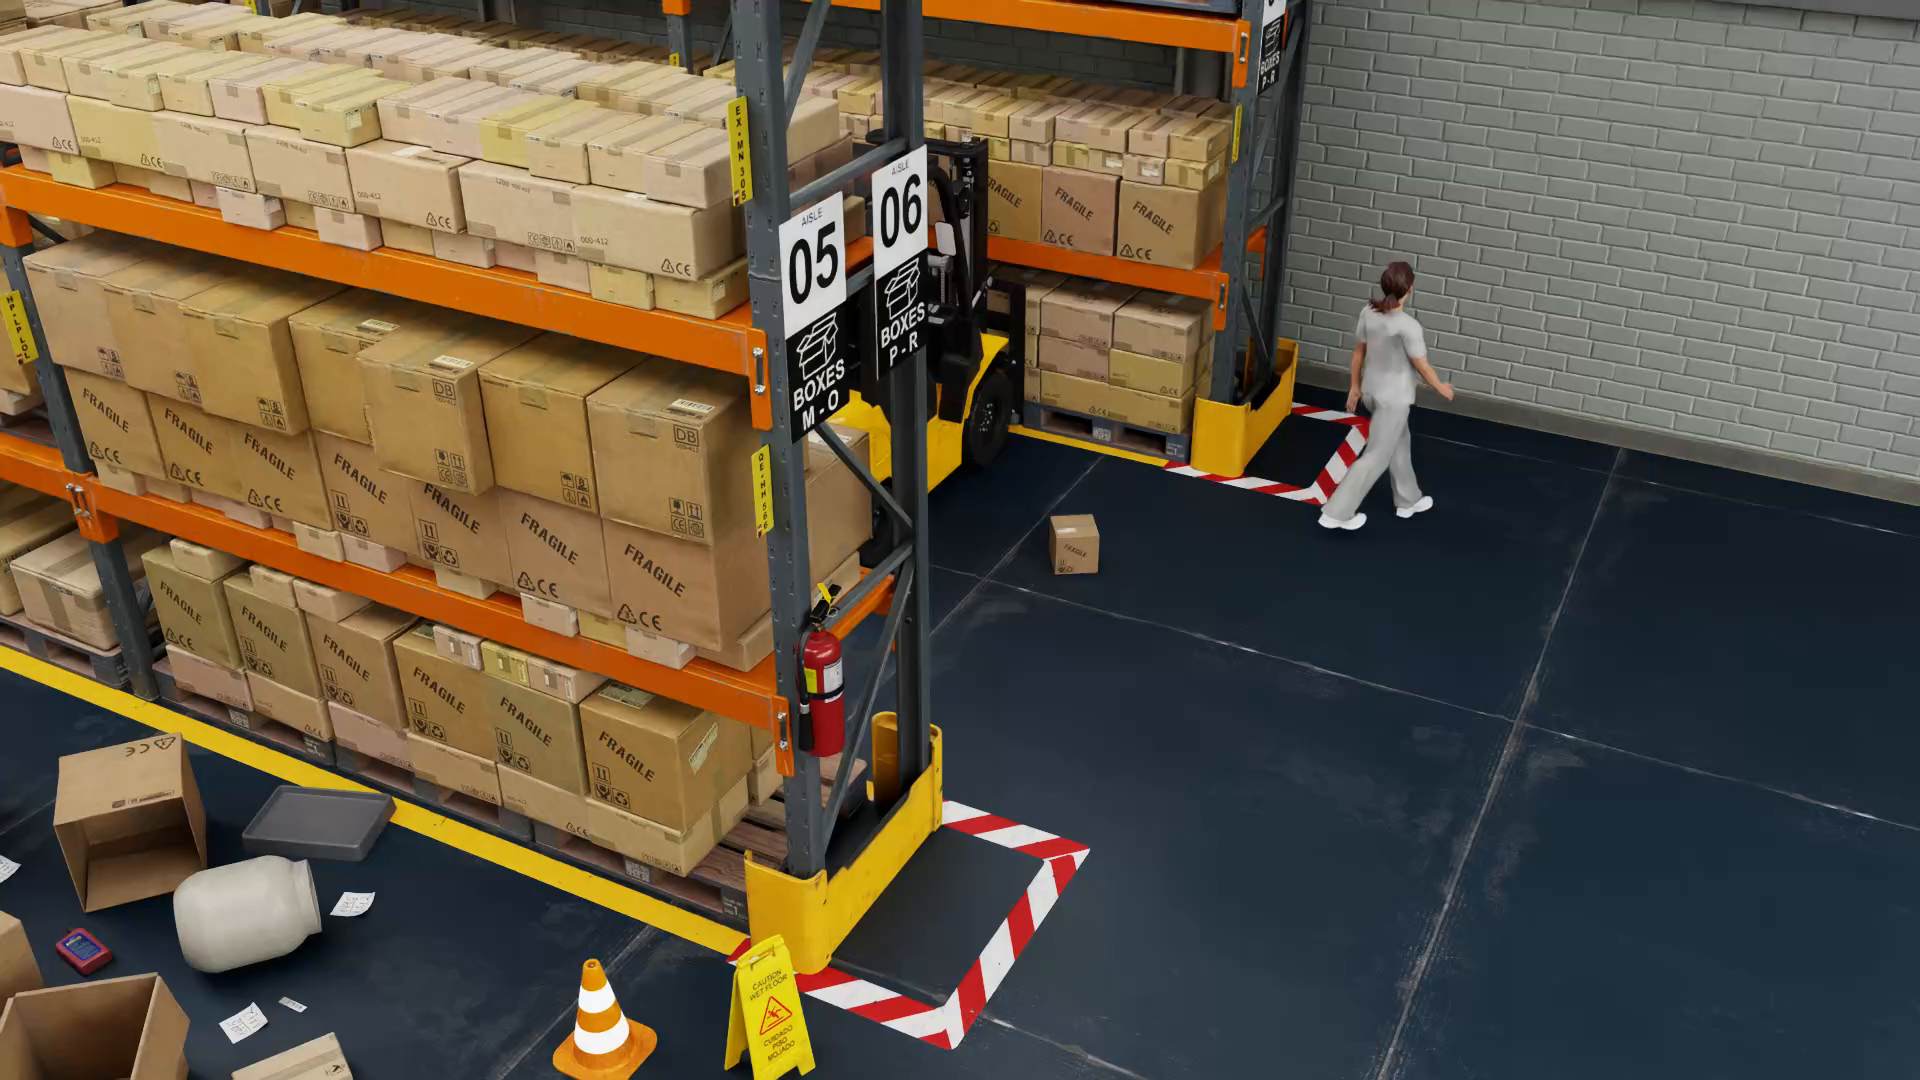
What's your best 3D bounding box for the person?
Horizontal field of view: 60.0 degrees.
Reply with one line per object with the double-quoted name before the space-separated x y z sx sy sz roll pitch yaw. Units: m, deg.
"person" 2.475 -0.861 9.699 0.743 1.573 0.479 -14 33 -22
